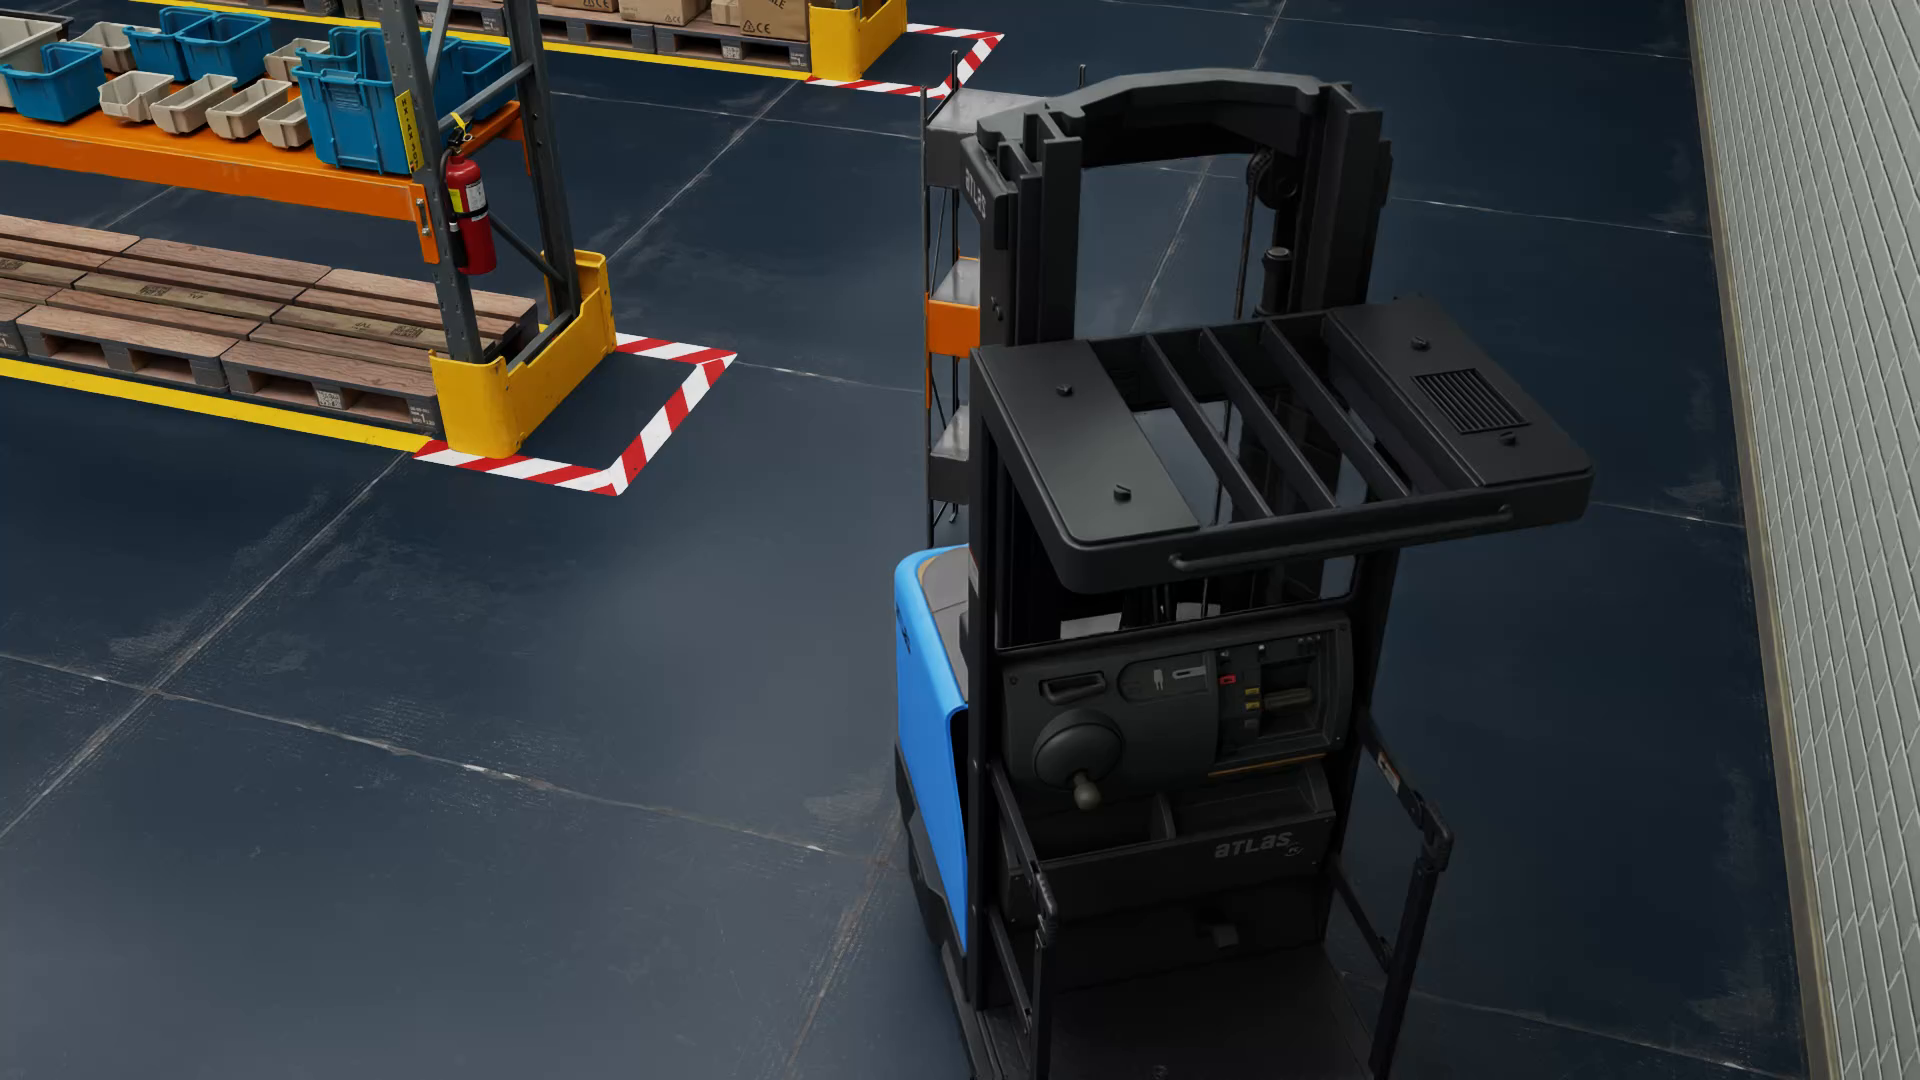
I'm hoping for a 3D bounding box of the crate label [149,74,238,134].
[{"bbox_3d":[-3.502,-1.988,7.593,0.243,0.136,0.396,10,38,14],"label":"crate label"}]

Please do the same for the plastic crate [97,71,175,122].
[{"bbox_3d":[-3.790,-2.030,7.649,0.250,0.136,0.298,10,38,14],"label":"plastic crate"}]

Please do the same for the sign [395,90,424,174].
[{"bbox_3d":[-2.273,-1.685,6.872,0.005,0.325,0.100,10,38,14],"label":"sign"}]

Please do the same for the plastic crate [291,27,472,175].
[{"bbox_3d":[-2.499,-1.926,7.255,0.499,0.435,0.616,10,38,14],"label":"plastic crate"}]

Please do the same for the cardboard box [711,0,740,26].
[{"bbox_3d":[-1.596,-3.851,11.971,0.250,0.166,0.380,10,38,14],"label":"cardboard box"}]

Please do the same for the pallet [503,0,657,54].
[{"bbox_3d":[-2.638,-3.983,12.484,1.213,0.211,1.003,10,38,14],"label":"pallet"}]

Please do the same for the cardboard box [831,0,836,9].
[{"bbox_3d":[-0.941,-4.033,12.233,0.250,0.149,0.380,10,38,14],"label":"cardboard box"}]

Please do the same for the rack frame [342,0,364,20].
[{"bbox_3d":[-4.461,-5.443,12.114,0.127,3.000,1.000,10,38,14],"label":"rack frame"}]

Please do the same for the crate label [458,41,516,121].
[{"bbox_3d":[-2.261,-2.120,7.691,0.303,0.233,0.416,10,38,14],"label":"crate label"}]

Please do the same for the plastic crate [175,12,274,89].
[{"bbox_3d":[-3.518,-2.353,8.007,0.300,0.233,0.416,10,38,14],"label":"plastic crate"}]

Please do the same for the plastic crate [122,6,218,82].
[{"bbox_3d":[-3.805,-2.406,8.079,0.300,0.233,0.416,10,38,14],"label":"plastic crate"}]

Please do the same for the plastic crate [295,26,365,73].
[{"bbox_3d":[-2.890,-2.237,7.849,0.300,0.233,0.416,10,38,14],"label":"plastic crate"}]

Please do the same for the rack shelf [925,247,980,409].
[{"bbox_3d":[0.158,-0.805,6.596,0.480,0.518,0.431,10,38,14],"label":"rack shelf"}]

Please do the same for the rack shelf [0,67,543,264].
[{"bbox_3d":[-4.033,-1.997,8.040,4.000,0.370,1.077,10,38,14],"label":"rack shelf"}]

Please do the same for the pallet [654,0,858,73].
[{"bbox_3d":[-1.477,-3.766,12.189,1.213,0.211,1.003,10,38,14],"label":"pallet"}]

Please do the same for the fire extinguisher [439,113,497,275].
[{"bbox_3d":[-2.116,-1.469,7.095,0.183,0.674,0.296,10,38,14],"label":"fire extinguisher"}]

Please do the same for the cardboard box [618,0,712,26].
[{"bbox_3d":[-2.134,-3.947,12.031,0.500,0.250,0.500,10,38,14],"label":"cardboard box"}]

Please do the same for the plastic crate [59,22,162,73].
[{"bbox_3d":[-4.190,-2.421,8.181,0.466,0.136,0.293,10,38,14],"label":"plastic crate"}]

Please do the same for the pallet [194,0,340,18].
[{"bbox_3d":[-5.249,-4.442,13.107,1.213,0.211,1.003,10,38,14],"label":"pallet"}]

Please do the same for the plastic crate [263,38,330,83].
[{"bbox_3d":[-3.190,-2.305,8.023,0.298,0.136,0.250,10,38,14],"label":"plastic crate"}]

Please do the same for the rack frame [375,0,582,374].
[{"bbox_3d":[-2.124,-1.934,7.347,0.127,3.000,1.000,10,38,14],"label":"rack frame"}]

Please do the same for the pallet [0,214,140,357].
[{"bbox_3d":[-5.229,-1.410,8.987,1.213,0.211,1.003,10,38,14],"label":"pallet"}]

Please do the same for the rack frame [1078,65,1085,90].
[{"bbox_3d":[0.391,-0.773,6.529,0.015,2.100,0.400,10,38,14],"label":"rack frame"}]

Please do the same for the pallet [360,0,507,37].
[{"bbox_3d":[-3.806,-4.198,12.775,1.213,0.211,1.003,10,38,14],"label":"pallet"}]

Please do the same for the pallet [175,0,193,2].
[{"bbox_3d":[-6.417,-4.656,13.399,1.213,0.211,1.003,10,38,14],"label":"pallet"}]

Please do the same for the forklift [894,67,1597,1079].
[{"bbox_3d":[0.619,0.507,4.088,1.130,2.935,3.031,-8,37,-11],"label":"forklift"}]

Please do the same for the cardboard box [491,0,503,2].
[{"bbox_3d":[-3.297,-4.135,12.357,0.250,0.166,0.380,10,38,14],"label":"cardboard box"}]

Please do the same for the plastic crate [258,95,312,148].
[{"bbox_3d":[-2.956,-1.893,7.464,0.243,0.136,0.396,10,38,14],"label":"plastic crate"}]

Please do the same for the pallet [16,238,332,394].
[{"bbox_3d":[-4.060,-1.195,8.696,1.213,0.211,1.003,10,38,14],"label":"pallet"}]

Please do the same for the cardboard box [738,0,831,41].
[{"bbox_3d":[-1.236,-3.863,11.705,0.500,0.500,0.500,10,38,14],"label":"cardboard box"}]

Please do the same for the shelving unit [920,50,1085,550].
[{"bbox_3d":[0.158,-0.816,6.588,0.503,2.100,0.431,10,38,14],"label":"shelving unit"}]

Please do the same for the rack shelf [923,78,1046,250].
[{"bbox_3d":[0.158,-1.369,6.181,0.480,0.518,0.431,10,38,14],"label":"rack shelf"}]

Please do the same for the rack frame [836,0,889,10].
[{"bbox_3d":[-0.643,-4.736,11.154,0.127,3.000,1.000,10,38,14],"label":"rack frame"}]

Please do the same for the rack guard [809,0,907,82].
[{"bbox_3d":[-0.716,-3.742,11.913,0.348,0.500,1.175,10,38,14],"label":"rack guard"}]

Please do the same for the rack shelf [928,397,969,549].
[{"bbox_3d":[0.158,-0.242,7.011,0.480,0.518,0.431,10,38,14],"label":"rack shelf"}]

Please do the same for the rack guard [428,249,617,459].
[{"bbox_3d":[-2.097,-0.930,8.092,0.348,0.500,1.175,10,38,14],"label":"rack guard"}]

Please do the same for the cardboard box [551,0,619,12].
[{"bbox_3d":[-2.667,-4.285,12.277,0.637,0.503,0.797,10,38,14],"label":"cardboard box"}]

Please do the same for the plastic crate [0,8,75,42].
[{"bbox_3d":[-4.794,-2.508,8.309,0.590,0.125,0.437,10,38,14],"label":"plastic crate"}]

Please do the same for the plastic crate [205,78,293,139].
[{"bbox_3d":[-3.229,-1.953,7.544,0.243,0.136,0.396,10,38,14],"label":"plastic crate"}]

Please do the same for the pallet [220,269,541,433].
[{"bbox_3d":[-2.900,-0.978,8.401,1.213,0.211,1.003,10,38,14],"label":"pallet"}]

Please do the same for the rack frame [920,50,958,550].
[{"bbox_3d":[-0.075,-0.860,6.646,0.015,2.100,0.400,10,38,14],"label":"rack frame"}]

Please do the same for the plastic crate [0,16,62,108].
[{"bbox_3d":[-4.539,-2.243,7.816,0.530,0.282,0.437,10,38,14],"label":"plastic crate"}]

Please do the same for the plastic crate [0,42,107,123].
[{"bbox_3d":[-4.161,-2.108,7.675,0.300,0.233,0.416,10,38,14],"label":"plastic crate"}]
